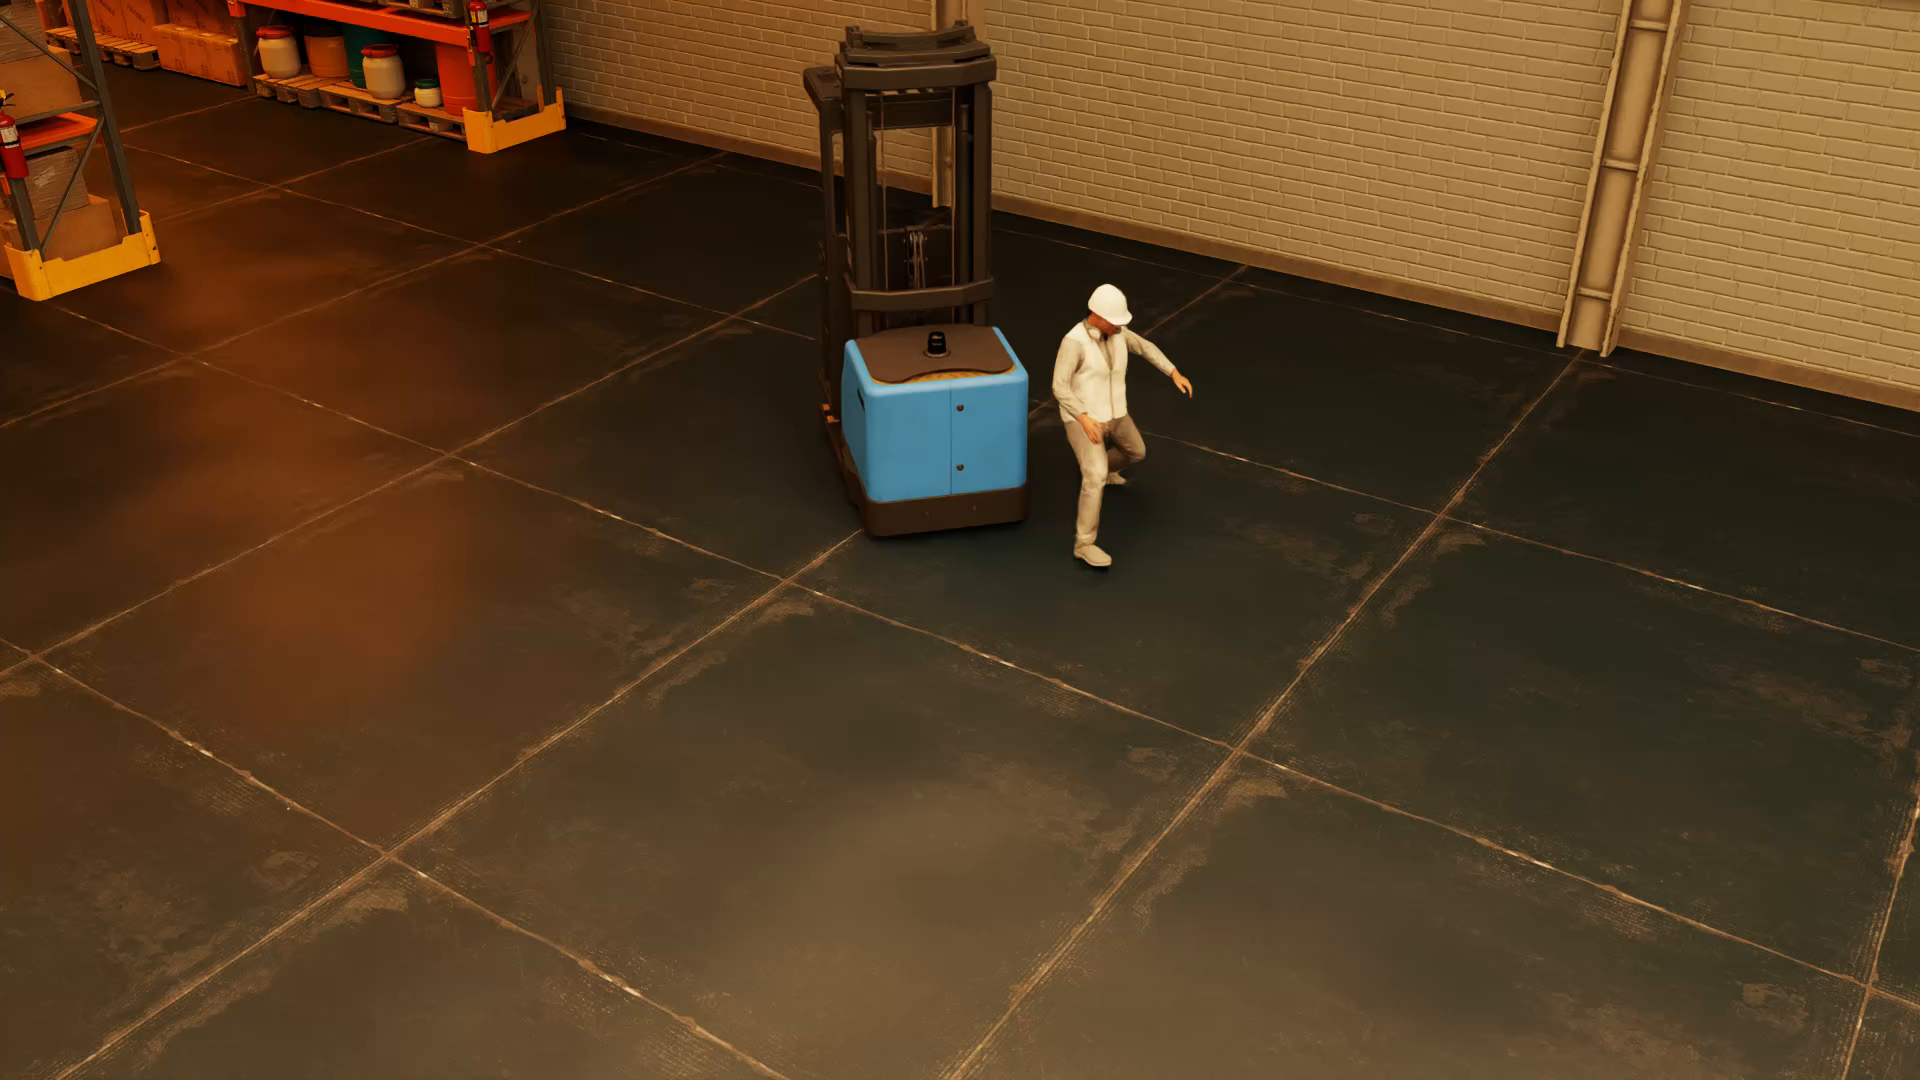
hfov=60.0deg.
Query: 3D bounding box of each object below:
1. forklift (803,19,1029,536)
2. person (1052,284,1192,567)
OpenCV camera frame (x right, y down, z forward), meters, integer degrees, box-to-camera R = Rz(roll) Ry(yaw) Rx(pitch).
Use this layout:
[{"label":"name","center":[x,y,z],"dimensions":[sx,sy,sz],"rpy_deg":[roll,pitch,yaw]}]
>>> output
[{"label":"forklift","center":[-0.395,-2.016,11.054],"dimensions":[1.130,2.935,3.031],"rpy_deg":[-7,31,-11]},{"label":"person","center":[0.944,-0.787,10.336],"dimensions":[1.018,1.640,0.970],"rpy_deg":[-23,37,-34]}]
